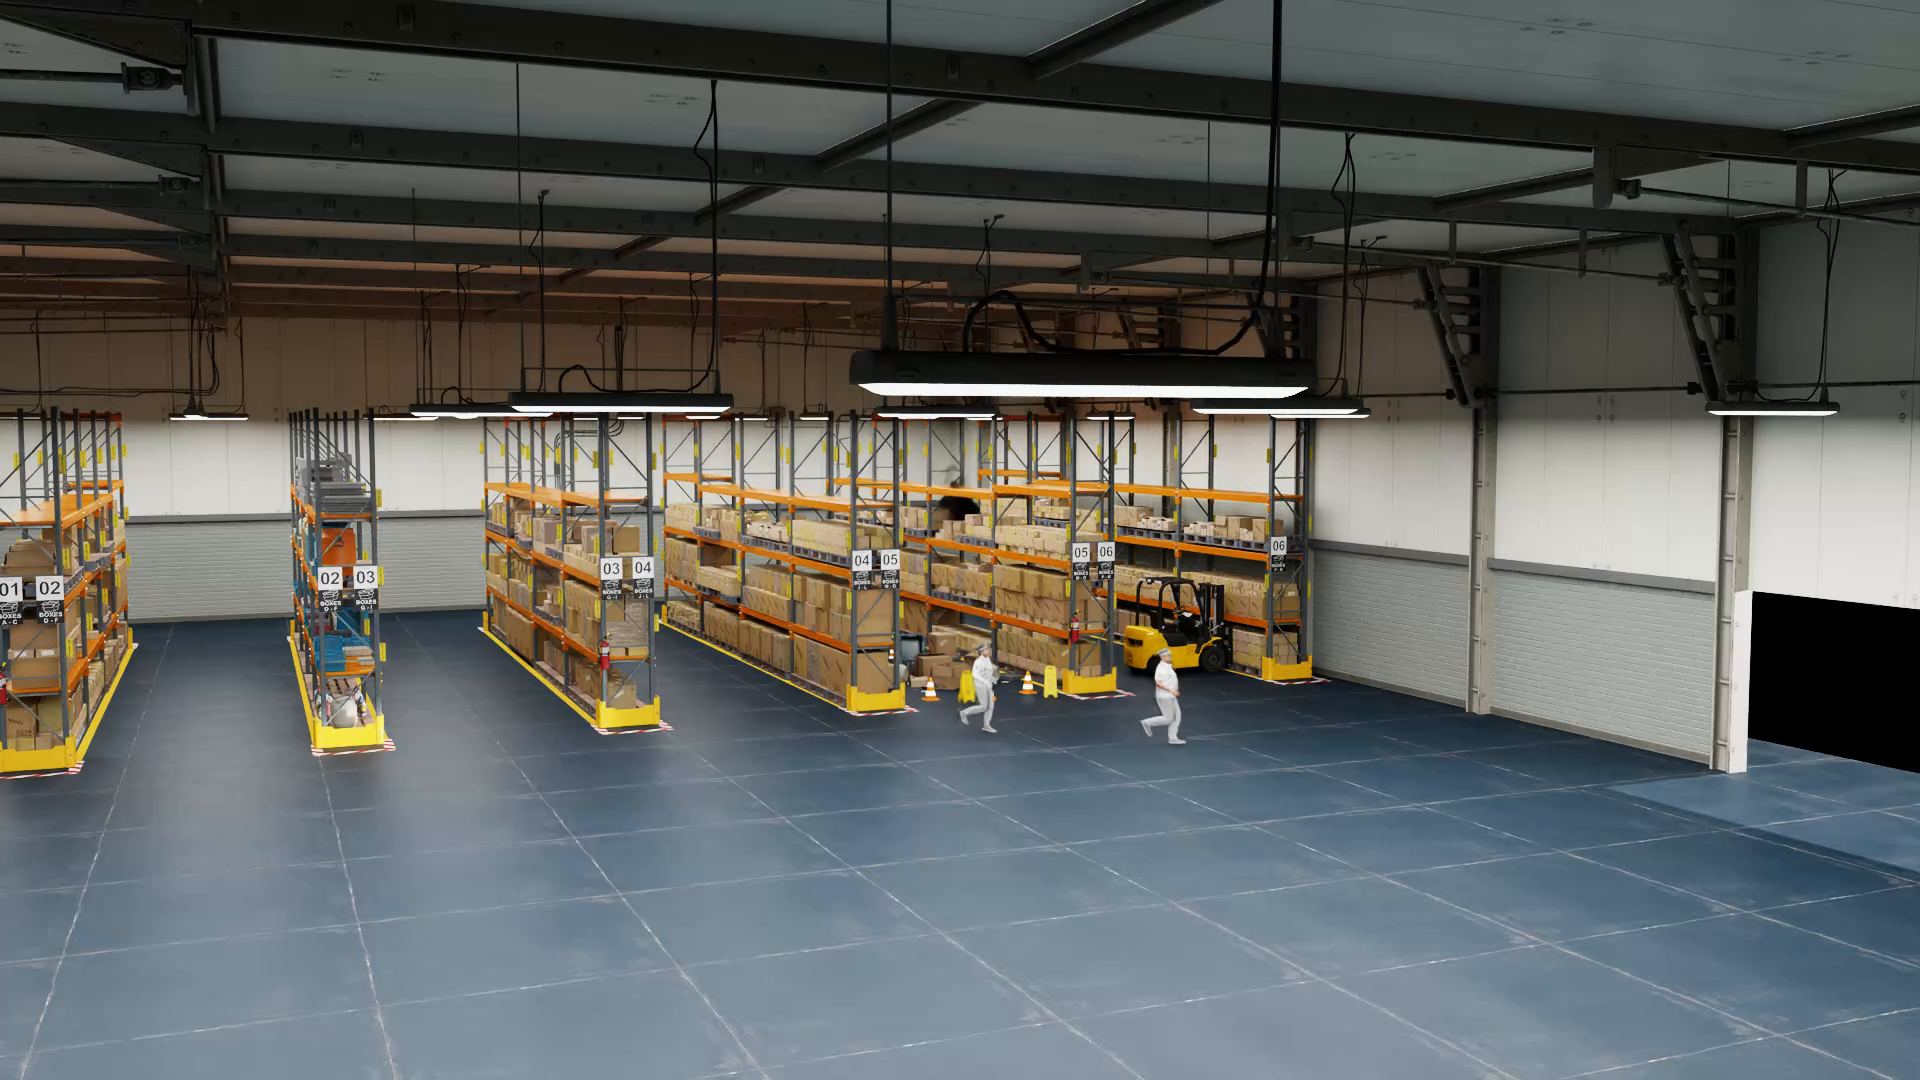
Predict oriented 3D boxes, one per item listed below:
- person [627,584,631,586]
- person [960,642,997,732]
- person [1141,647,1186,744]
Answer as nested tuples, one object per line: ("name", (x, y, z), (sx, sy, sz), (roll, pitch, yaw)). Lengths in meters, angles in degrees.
("person", (-9.503, 1.608, 46.885), (0.728, 1.726, 0.678), (0, 4, -1))
("person", (0.381, 2.732, 30.992), (0.695, 1.686, 0.622), (2, 4, 24))
("person", (3.653, 2.772, 29.669), (0.798, 1.746, 0.663), (1, 4, 18))
